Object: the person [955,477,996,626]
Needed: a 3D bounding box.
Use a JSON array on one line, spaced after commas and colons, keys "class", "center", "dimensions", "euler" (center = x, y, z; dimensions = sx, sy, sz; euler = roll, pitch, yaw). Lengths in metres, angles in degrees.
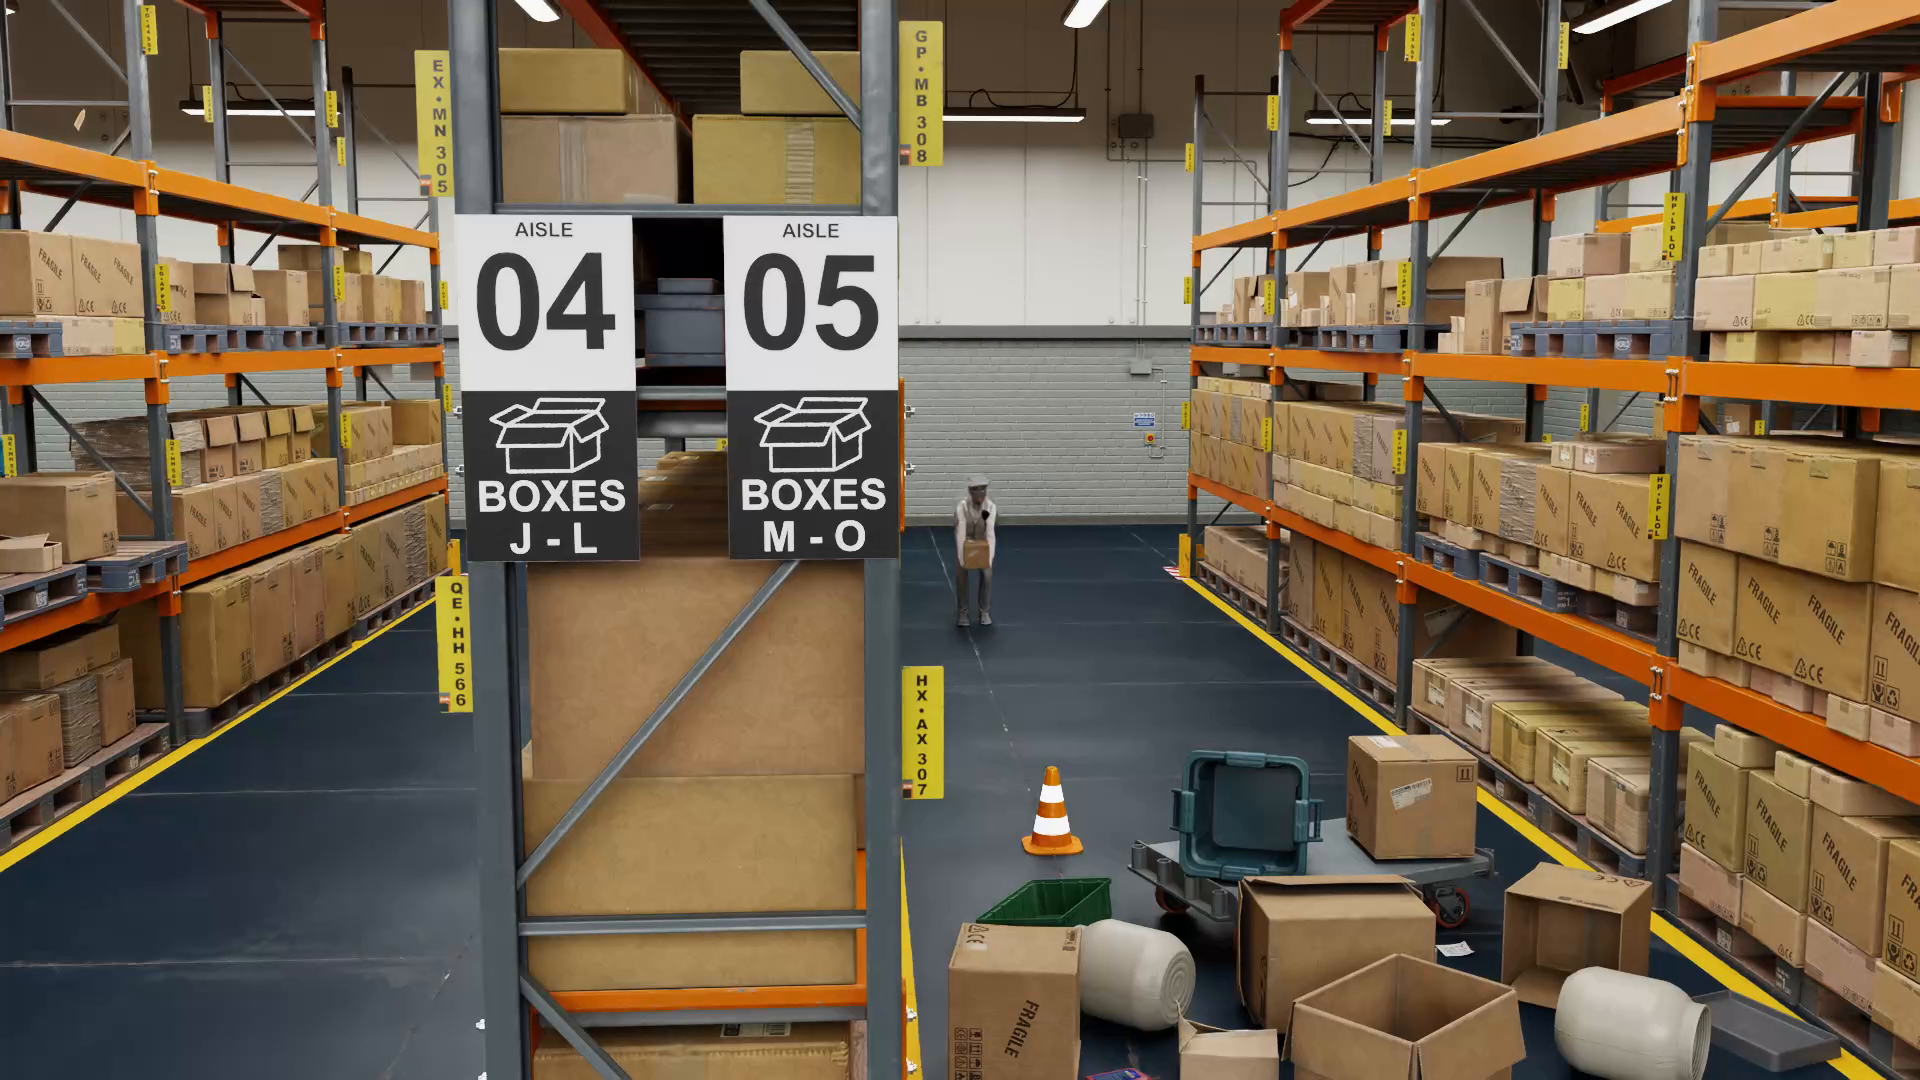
[{"class": "person", "center": [0.159, 0.117, 16.875], "dimensions": [0.405, 1.530, 0.693], "euler": [-1, 7, -5]}]
